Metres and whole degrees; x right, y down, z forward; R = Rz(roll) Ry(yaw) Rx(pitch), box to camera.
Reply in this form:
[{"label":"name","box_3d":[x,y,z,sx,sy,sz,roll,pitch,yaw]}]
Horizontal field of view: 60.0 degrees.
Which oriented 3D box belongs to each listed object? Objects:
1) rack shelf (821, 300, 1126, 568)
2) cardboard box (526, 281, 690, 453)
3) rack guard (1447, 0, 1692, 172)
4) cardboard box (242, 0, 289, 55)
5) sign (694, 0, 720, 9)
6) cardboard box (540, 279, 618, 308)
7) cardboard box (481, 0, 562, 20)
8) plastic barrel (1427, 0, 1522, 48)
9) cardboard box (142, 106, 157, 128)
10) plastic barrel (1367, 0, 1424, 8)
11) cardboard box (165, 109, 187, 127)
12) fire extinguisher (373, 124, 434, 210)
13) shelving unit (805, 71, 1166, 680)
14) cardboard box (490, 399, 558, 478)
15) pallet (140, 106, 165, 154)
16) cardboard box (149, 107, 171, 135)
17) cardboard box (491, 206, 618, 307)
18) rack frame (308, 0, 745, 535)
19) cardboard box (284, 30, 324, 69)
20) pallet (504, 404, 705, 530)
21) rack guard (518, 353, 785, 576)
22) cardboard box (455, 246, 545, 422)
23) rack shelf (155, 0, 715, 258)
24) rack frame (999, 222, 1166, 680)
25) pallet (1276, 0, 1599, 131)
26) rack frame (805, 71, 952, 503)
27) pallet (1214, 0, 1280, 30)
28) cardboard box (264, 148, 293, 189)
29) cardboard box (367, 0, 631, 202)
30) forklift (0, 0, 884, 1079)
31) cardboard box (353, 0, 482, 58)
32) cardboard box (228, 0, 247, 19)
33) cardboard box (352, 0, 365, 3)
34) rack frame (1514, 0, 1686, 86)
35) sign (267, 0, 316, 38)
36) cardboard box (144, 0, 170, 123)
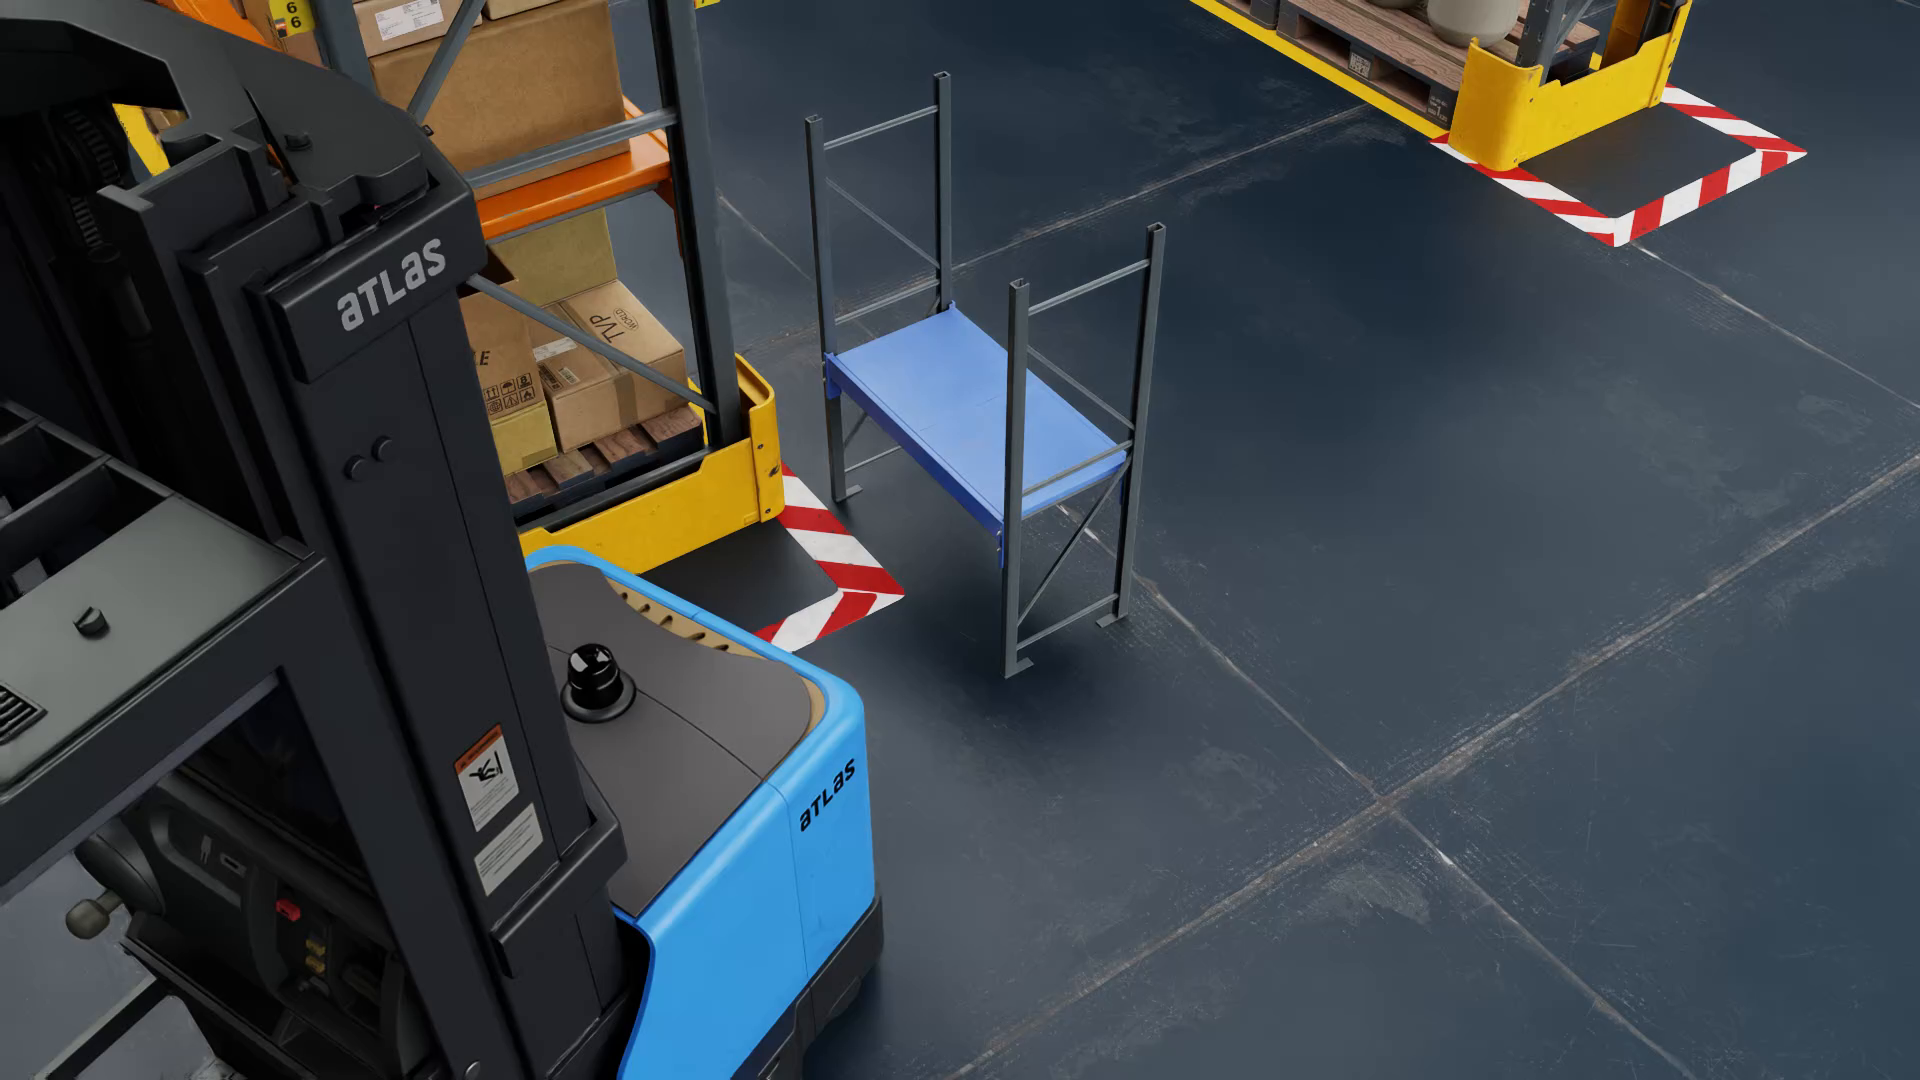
[{"label":"rack shelf","box_3d":[0.049,-0.364,5.306,0.538,0.185,1.000,-26,49,-24]},{"label":"cardboard box","box_3d":[-1.308,-0.624,5.919,0.500,0.250,0.500,-26,49,-24]},{"label":"rack guard","box_3d":[2.799,-2.150,7.640,1.175,0.500,0.348,-26,49,-24]},{"label":"cardboard box","box_3d":[-2.024,-1.960,5.558,0.700,0.500,0.500,-25,49,-24]},{"label":"sign","box_3d":[-0.725,-1.633,4.604,0.100,0.325,0.005,-26,49,-24]},{"label":"cardboard box","box_3d":[-1.597,-0.906,6.214,0.500,0.250,0.500,-26,49,-24]},{"label":"cardboard box","box_3d":[-1.232,-1.653,4.767,0.380,0.149,0.250,-26,49,-25]},{"label":"plastic barrel","box_3d":[2.442,-2.624,7.824,0.421,0.512,0.421,0,44,0]},{"label":"cardboard box","box_3d":[-3.455,-2.115,7.481,0.500,0.250,0.500,-26,49,-24]},{"label":"plastic barrel","box_3d":[2.155,-2.908,8.122,0.421,0.512,0.421,0,44,0]},{"label":"cardboard box","box_3d":[-2.891,-1.817,6.625,0.500,0.500,0.500,-26,49,-24]},{"label":"fire extinguisher","box_3d":[-1.497,-0.797,4.468,0.296,0.674,0.183,-26,49,-24]},{"label":"shelving unit","box_3d":[0.049,-0.494,5.182,0.538,1.500,1.048,-26,49,-24]},{"label":"cardboard box","box_3d":[-1.733,-0.419,5.704,0.500,0.250,0.500,-26,49,-24]},{"label":"pallet","box_3d":[-3.051,-1.865,7.551,1.003,0.211,1.213,-26,49,-24]},{"label":"cardboard box","box_3d":[-3.174,-1.830,7.182,0.500,0.250,0.500,-26,49,-24]},{"label":"cardboard box","box_3d":[-1.596,-1.178,5.955,0.500,0.500,0.500,-26,49,-24]},{"label":"rack frame","box_3d":[-1.184,-1.075,4.704,1.000,3.000,0.127,-26,49,-24]},{"label":"cardboard box","box_3d":[-1.745,-1.676,5.261,0.700,0.500,0.500,-24,49,-23]},{"label":"pallet","box_3d":[-1.656,-0.483,6.103,1.003,0.211,1.213,-26,49,-24]},{"label":"rack guard","box_3d":[-1.170,-0.157,5.553,1.175,0.500,0.348,-26,49,-24]},{"label":"cardboard box","box_3d":[-1.735,-0.690,5.444,0.500,0.500,0.500,-26,49,-24]},{"label":"rack shelf","box_3d":[-2.328,-1.948,6.139,1.077,0.370,4.000,-26,49,-24]},{"label":"rack frame","box_3d":[0.340,-0.206,4.880,0.500,1.500,0.032,-26,49,-24]},{"label":"pallet","box_3d":[2.339,-2.508,8.224,1.003,0.211,1.213,-26,49,-24]},{"label":"rack frame","box_3d":[-0.242,-0.782,5.483,0.500,1.500,0.032,-26,49,-24]},{"label":"pallet","box_3d":[1.645,-3.198,8.947,1.003,0.211,1.213,-26,49,-24]},{"label":"cardboard box","box_3d":[-2.319,-1.250,6.032,0.500,0.500,0.500,-26,49,-24]},{"label":"cardboard box","box_3d":[-1.440,-1.381,4.952,0.700,0.500,0.500,-26,49,-24]},{"label":"forklift","box_3d":[-1.430,0.738,2.854,1.130,2.935,3.031,24,49,23]},{"label":"cardboard box","box_3d":[-1.559,-1.487,4.593,0.380,0.149,0.250,-27,50,-25]},{"label":"cardboard box","box_3d":[-2.328,-2.256,5.869,0.700,0.500,0.500,-24,49,-23]},{"label":"cardboard box","box_3d":[-1.471,-1.880,4.535,0.700,0.500,0.500,-26,49,-24]},{"label":"rack frame","box_3d":[2.881,-3.030,6.751,1.000,3.000,0.127,-26,49,-24]},{"label":"sign","box_3d":[-1.637,-1.373,4.006,0.100,0.325,0.005,-26,49,-24]},{"label":"cardboard box","box_3d":[-3.171,-2.103,6.924,0.500,0.500,0.500,-26,49,-24]}]
